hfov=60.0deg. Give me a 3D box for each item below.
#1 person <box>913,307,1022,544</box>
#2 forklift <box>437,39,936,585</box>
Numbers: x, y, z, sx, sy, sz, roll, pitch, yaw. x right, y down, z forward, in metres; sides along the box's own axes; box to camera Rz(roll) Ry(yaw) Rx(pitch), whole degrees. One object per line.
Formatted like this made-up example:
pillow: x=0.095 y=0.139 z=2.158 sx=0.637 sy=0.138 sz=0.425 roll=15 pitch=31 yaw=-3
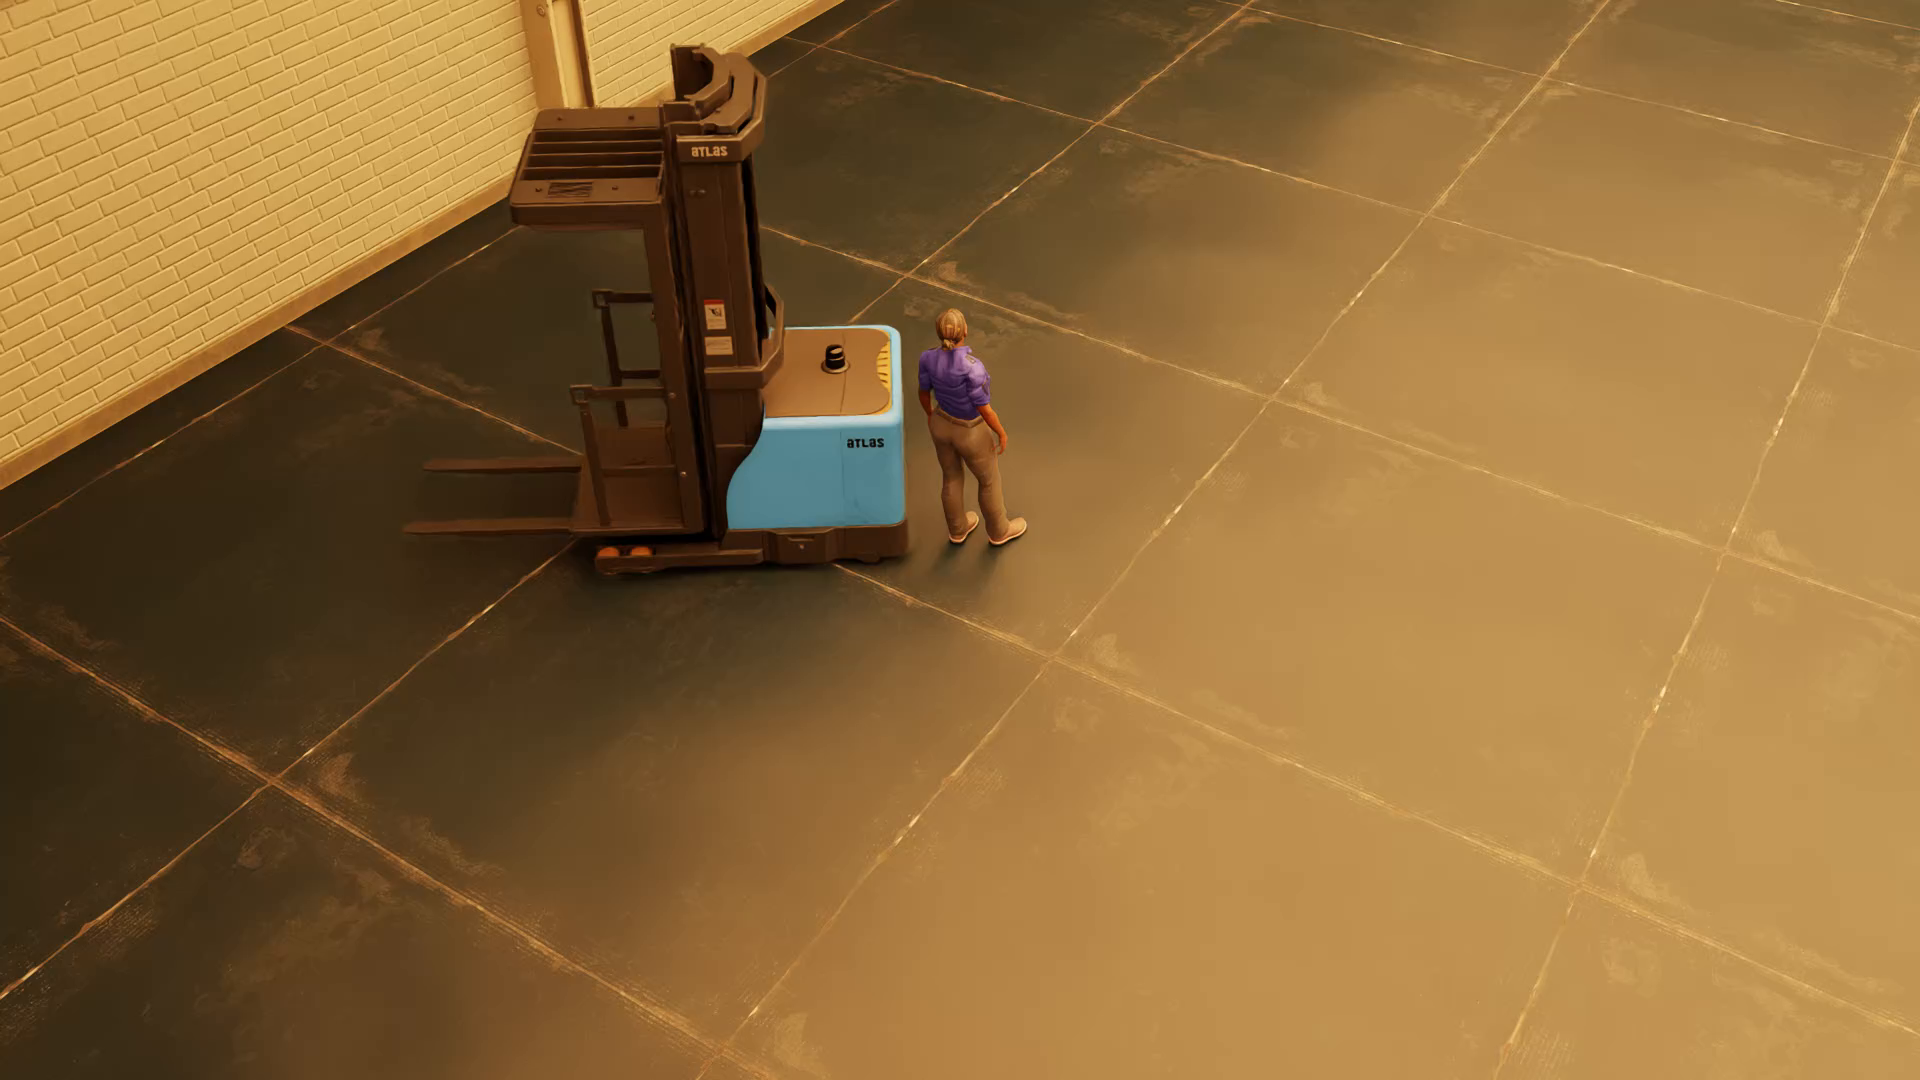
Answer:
person: x=0.046 y=-0.667 z=9.751 sx=0.634 sy=1.647 sz=0.405 roll=8 pitch=41 yaw=10
forklift: x=-1.727 y=-1.361 z=9.573 sx=3.031 sy=2.935 sz=1.130 roll=9 pitch=41 yaw=11
